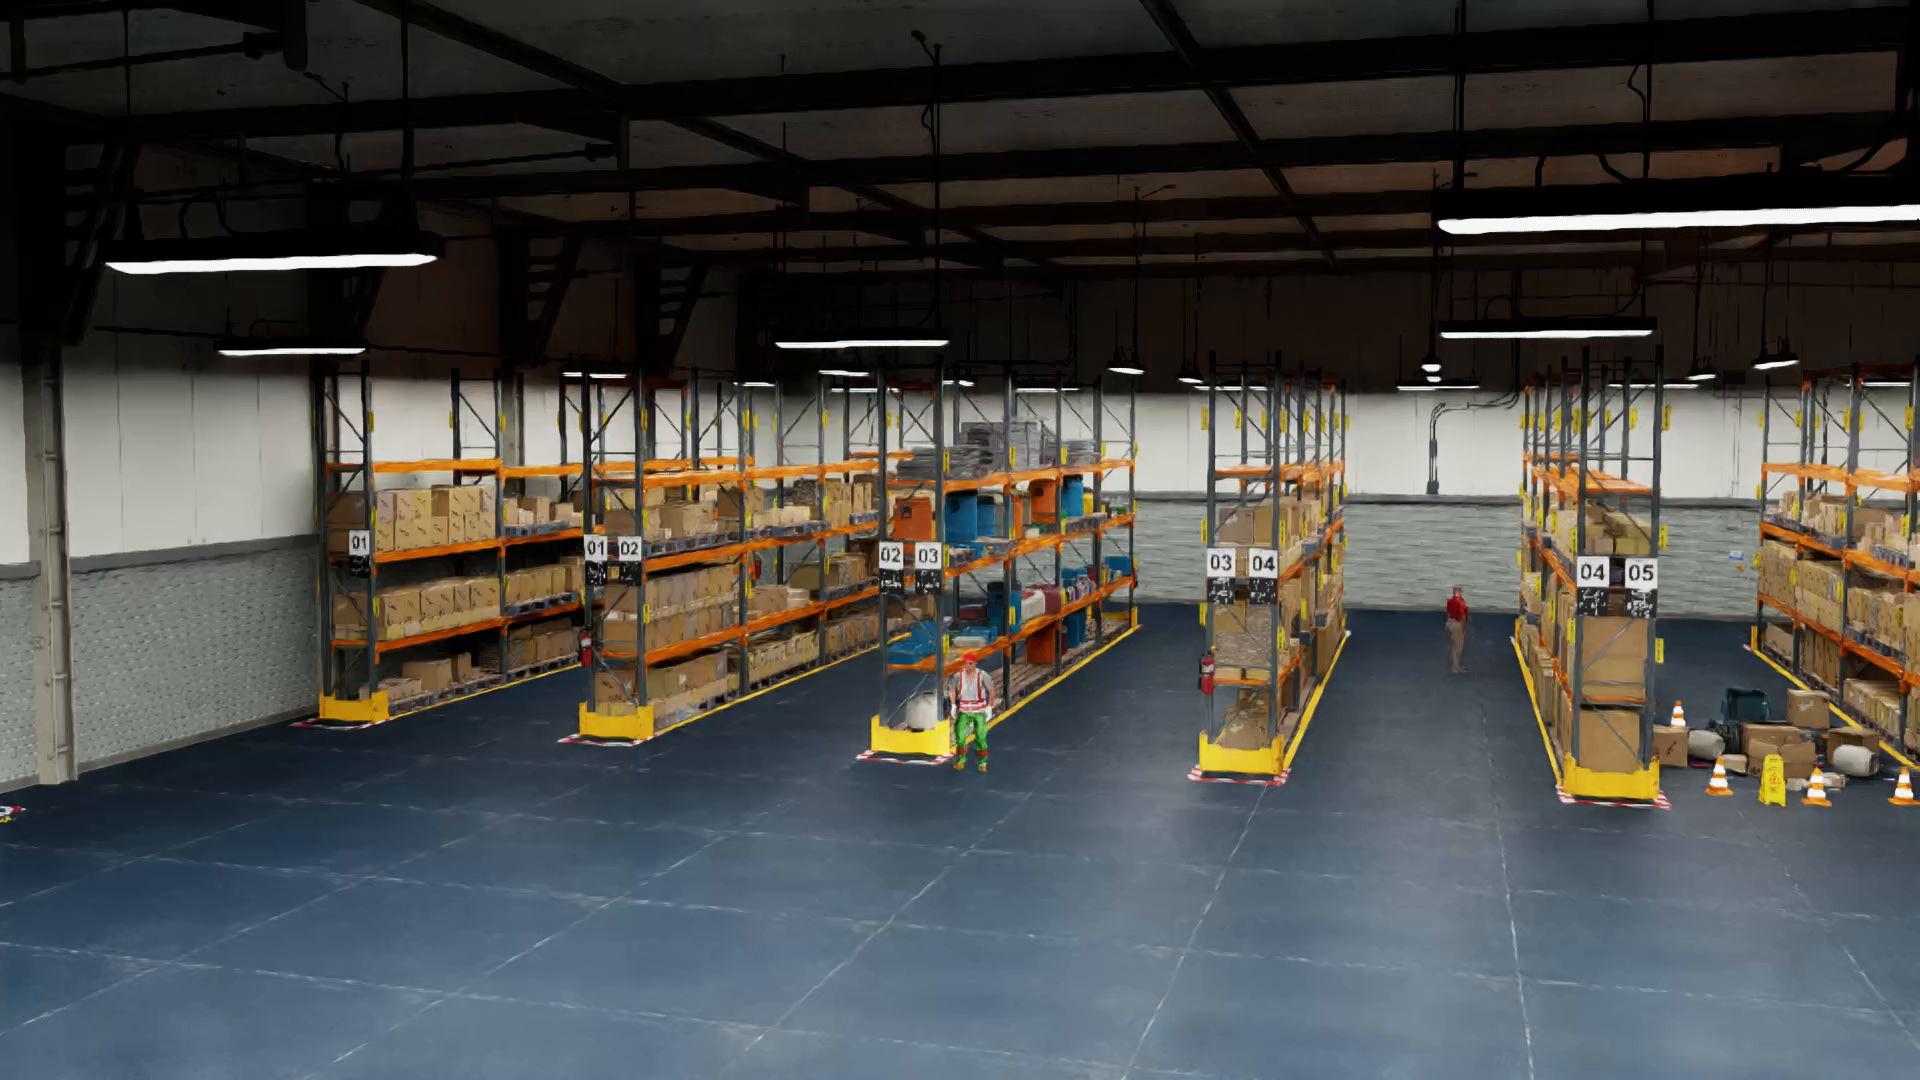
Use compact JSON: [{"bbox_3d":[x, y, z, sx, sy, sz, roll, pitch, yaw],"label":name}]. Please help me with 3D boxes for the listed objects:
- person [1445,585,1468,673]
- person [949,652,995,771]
[{"bbox_3d":[9.936,1.760,33.129,0.450,1.737,0.595,-1,4,-14],"label":"person"},{"bbox_3d":[0.164,2.446,23.730,0.677,1.742,0.551,1,4,15],"label":"person"}]
